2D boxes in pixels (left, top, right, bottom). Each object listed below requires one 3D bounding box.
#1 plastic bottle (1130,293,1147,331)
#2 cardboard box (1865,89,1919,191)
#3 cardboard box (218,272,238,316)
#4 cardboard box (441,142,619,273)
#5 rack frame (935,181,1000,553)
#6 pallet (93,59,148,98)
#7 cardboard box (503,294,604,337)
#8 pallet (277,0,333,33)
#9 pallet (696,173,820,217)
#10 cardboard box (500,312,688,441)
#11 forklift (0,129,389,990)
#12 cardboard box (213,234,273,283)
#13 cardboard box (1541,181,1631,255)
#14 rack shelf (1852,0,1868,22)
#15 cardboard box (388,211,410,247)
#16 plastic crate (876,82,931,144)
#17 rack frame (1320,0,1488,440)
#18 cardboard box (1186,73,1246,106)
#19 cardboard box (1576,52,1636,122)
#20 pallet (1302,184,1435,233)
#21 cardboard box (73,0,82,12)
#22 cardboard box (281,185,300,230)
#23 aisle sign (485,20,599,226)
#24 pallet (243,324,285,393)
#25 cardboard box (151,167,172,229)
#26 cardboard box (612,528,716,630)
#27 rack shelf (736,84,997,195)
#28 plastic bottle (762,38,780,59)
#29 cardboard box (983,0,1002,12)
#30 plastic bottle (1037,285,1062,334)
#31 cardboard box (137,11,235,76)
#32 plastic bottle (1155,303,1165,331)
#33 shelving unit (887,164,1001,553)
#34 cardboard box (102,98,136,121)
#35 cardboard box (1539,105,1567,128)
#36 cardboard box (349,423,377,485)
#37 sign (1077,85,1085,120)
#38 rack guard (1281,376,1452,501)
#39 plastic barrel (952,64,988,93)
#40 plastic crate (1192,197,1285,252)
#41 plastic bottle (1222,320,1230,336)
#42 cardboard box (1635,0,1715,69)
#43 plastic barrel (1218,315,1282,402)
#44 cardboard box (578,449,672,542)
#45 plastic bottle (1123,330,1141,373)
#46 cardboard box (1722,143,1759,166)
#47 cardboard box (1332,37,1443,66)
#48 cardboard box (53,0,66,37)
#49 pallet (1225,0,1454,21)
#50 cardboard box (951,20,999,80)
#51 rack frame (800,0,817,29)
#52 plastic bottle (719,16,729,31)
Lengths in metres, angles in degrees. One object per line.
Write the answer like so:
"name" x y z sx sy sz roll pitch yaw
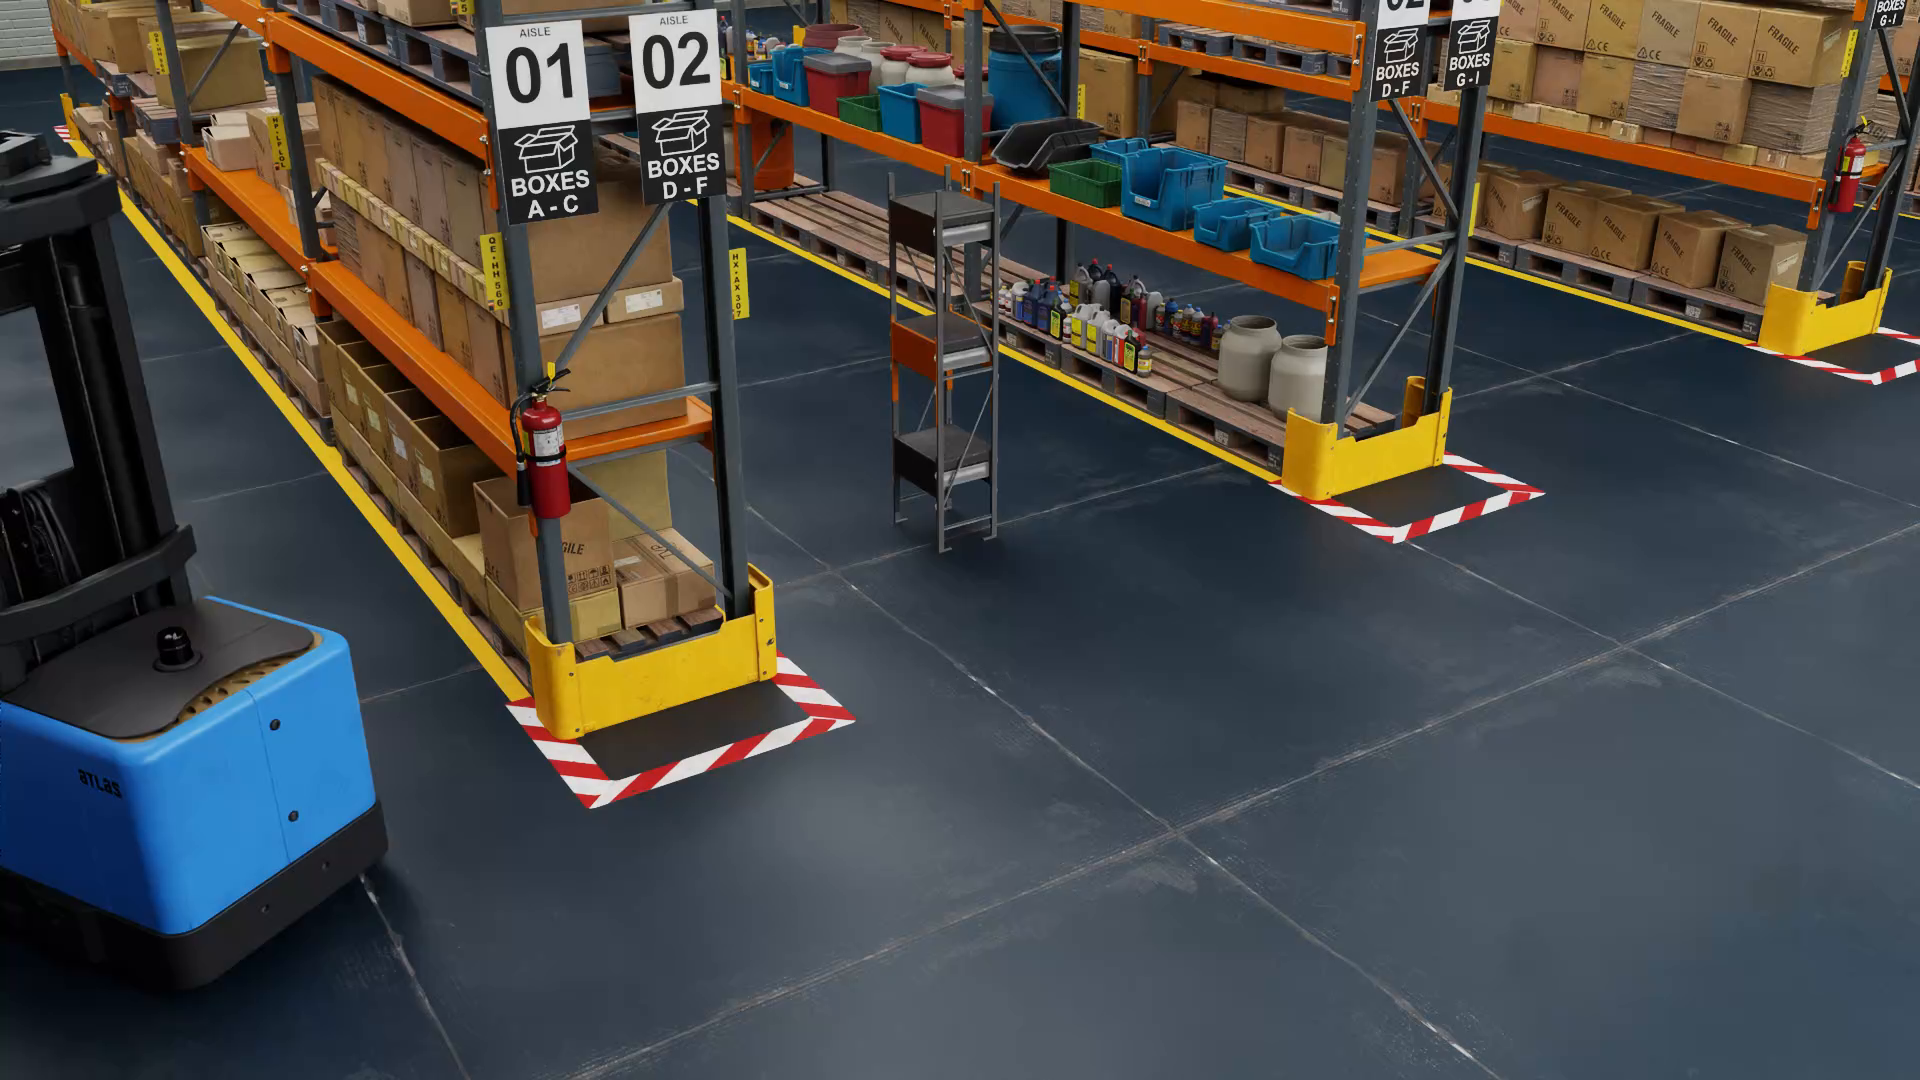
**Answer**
"plastic bottle" 1.352 -1.739 12.587 0.061 0.283 0.133 -16 29 -30
"cardboard box" 9.622 -4.140 17.003 0.875 0.875 0.875 -15 29 -29
"cardboard box" -5.539 -1.989 13.178 0.500 0.250 0.500 -16 30 -31
"cardboard box" -2.052 -1.624 8.039 0.700 0.500 0.500 -16 30 -31
"rack frame" 0.043 -0.921 9.242 0.400 2.100 0.015 -16 29 -30
"pallet" -7.693 -4.510 16.015 1.003 0.211 1.213 -16 29 -30
"cardboard box" -1.855 -1.047 7.577 0.380 0.149 0.250 -16 30 -30
"pallet" -3.184 -3.064 9.317 1.003 0.211 1.213 -16 29 -30
"pallet" -2.168 -3.642 17.217 1.003 0.211 1.213 -16 29 -30
"cardboard box" -1.731 -0.831 7.880 0.700 0.500 0.500 -16 29 -30
"forklift" -3.913 -0.089 6.506 3.031 2.935 1.130 12 28 24
"cardboard box" -5.521 -2.236 13.045 0.500 0.311 0.500 -16 30 -31
"cardboard box" 5.540 -2.854 14.719 0.500 0.500 0.500 -19 31 -34
"rack shelf" 5.723 -4.670 13.457 1.077 0.370 4.000 -16 29 -30
"cardboard box" -2.838 -1.691 8.941 0.380 0.149 0.250 -16 30 -30
"plastic crate" -0.381 -3.515 13.700 0.392 0.384 0.575 -16 29 -30
"rack frame" 2.665 -1.769 9.984 1.000 3.000 0.127 -16 29 -30
"cardboard box" 2.839 -4.960 18.277 0.500 0.250 0.500 -14 29 -28
"cardboard box" 5.664 -3.828 13.879 0.875 0.500 0.500 -16 29 -30
"pallet" 4.205 -3.371 16.644 1.003 0.211 1.213 -16 29 -30
"cardboard box" -8.813 -5.709 17.041 0.500 0.500 0.500 -16 30 -31
"cardboard box" -4.305 -2.258 11.176 0.396 0.266 0.258 -16 30 -31
"aisle sign" -1.697 -1.700 6.792 0.394 0.787 0.004 -16 29 -30
"pallet" -4.776 -1.477 12.631 1.003 0.211 1.213 -16 29 -30
"cardboard box" -7.136 -3.197 15.422 0.500 0.500 0.500 -17 30 -31
"cardboard box" -1.594 0.194 8.555 0.500 0.250 0.500 -16 29 -30
"rack shelf" -0.610 -3.590 14.683 1.077 0.370 4.000 -16 29 -30
"plastic bottle" -1.920 -4.970 16.910 0.152 0.276 0.135 -16 29 -30
"cardboard box" 0.581 -6.858 20.647 0.500 0.500 0.500 -15 29 -29
"plastic bottle" 0.677 -1.748 12.527 0.144 0.351 0.185 -17 30 -32
"cardboard box" -7.022 -4.526 15.214 0.500 0.500 0.700 21 33 37
"plastic bottle" 1.528 -1.691 12.581 0.097 0.201 0.097 0 25 0
"shelving unit" -0.090 -1.009 9.427 0.431 2.100 0.503 -16 29 -30
"cardboard box" -9.068 -4.649 18.493 0.797 0.503 0.637 -16 29 -30
"cardboard box" 5.200 -3.652 14.267 0.380 0.149 0.250 -16 29 -30
"cardboard box" -3.403 -0.577 10.187 0.500 0.250 0.500 -16 29 -30
"sign" 0.948 -3.449 13.219 0.100 0.325 0.005 -16 29 -30
"rack guard" 2.584 -0.655 10.552 1.175 0.500 0.348 -16 29 -30
"plastic barrel" 0.143 -3.655 13.819 0.433 0.535 0.433 0 25 0
"plastic crate" 1.791 -2.045 10.742 0.499 0.251 0.408 -16 29 -30
"plastic bottle" 1.936 -1.455 12.000 0.097 0.271 0.097 0 25 0
"cardboard box" 5.759 -4.051 13.181 0.500 0.500 0.500 -16 29 -30
"plastic barrel" 1.968 -1.231 11.266 0.421 0.512 0.421 0 25 0
"cardboard box" -1.868 -0.324 8.773 0.500 0.500 0.500 -16 29 -30
"plastic bottle" 1.216 -1.332 11.724 0.061 0.283 0.133 -15 29 -28
"cardboard box" 6.171 -3.031 12.950 0.380 0.149 0.250 -16 29 -30
"cardboard box" 4.315 -5.132 15.913 1.000 1.000 1.000 -15 29 -29
"cardboard box" -9.914 -5.981 18.788 0.500 0.500 0.500 -16 30 -30
"pallet" 2.295 -3.359 10.059 1.003 0.211 1.213 -16 29 -30
"cardboard box" 0.630 -6.220 21.410 1.225 0.875 0.875 -15 29 -29
"rack frame" -1.920 -8.646 24.552 1.000 3.000 0.127 -16 29 -30
"plastic bottle" -2.509 -5.392 17.717 0.144 0.351 0.185 -16 29 -30
